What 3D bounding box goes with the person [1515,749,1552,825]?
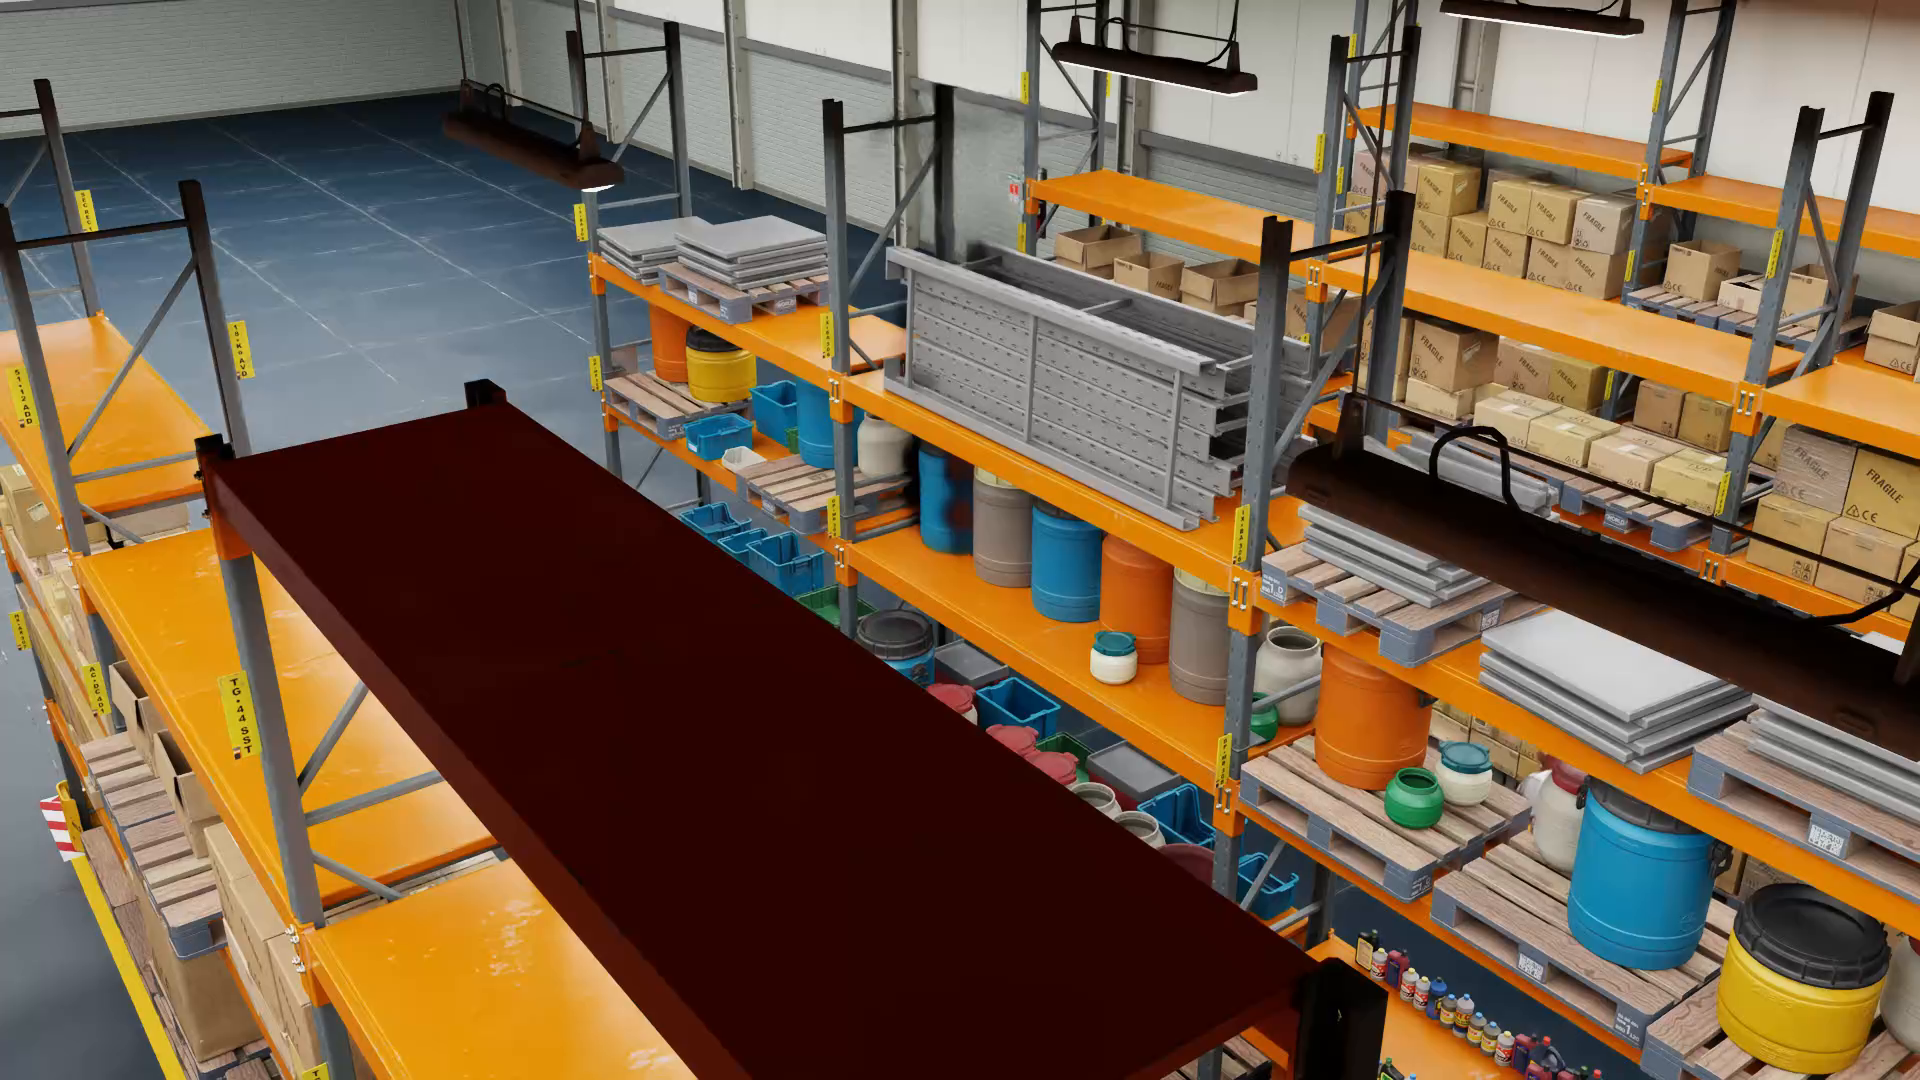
[{"bbox_3d":[4.218,2.206,12.081,0.665,1.796,0.925,-19,31,-35],"label":"person"}]
